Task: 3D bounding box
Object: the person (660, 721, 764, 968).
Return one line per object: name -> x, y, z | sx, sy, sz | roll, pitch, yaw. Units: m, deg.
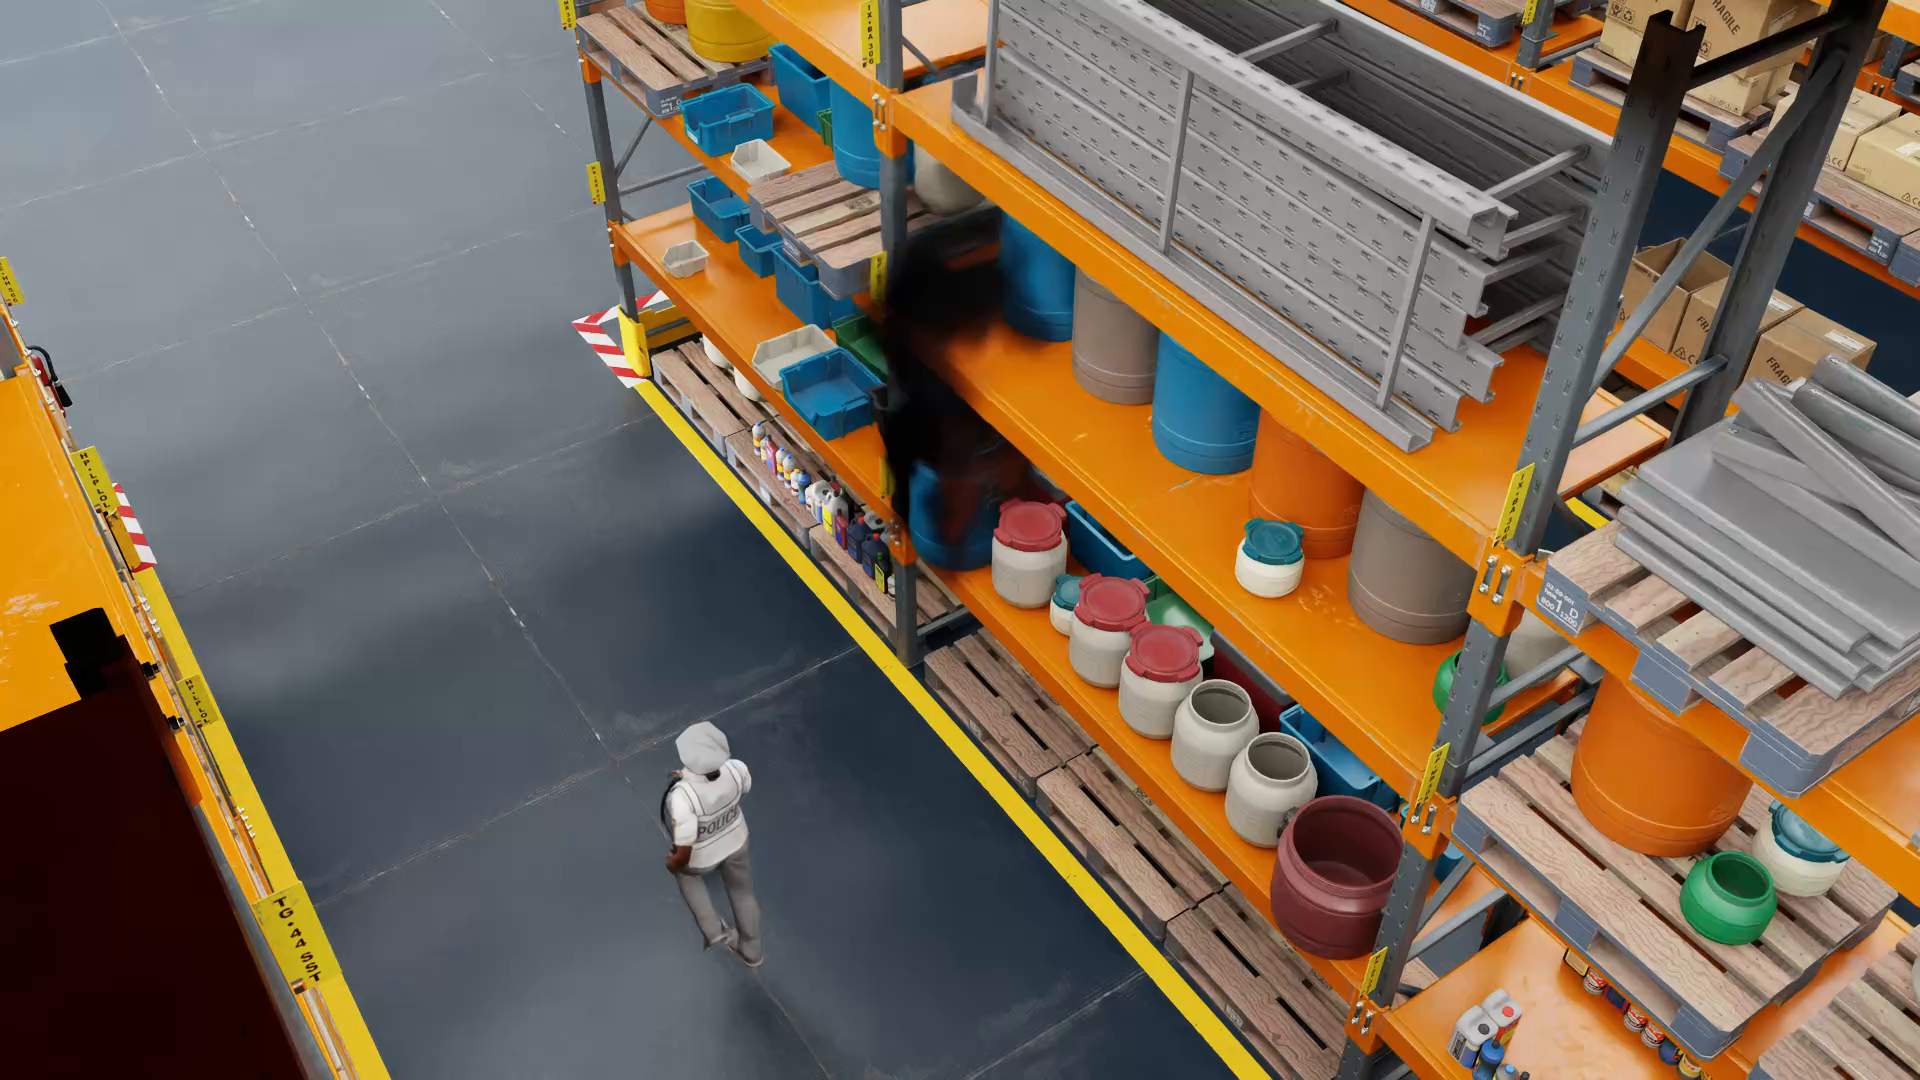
person -> -1.297, 1.527, 8.450 | 0.549, 1.725, 0.636 | -27, 49, -26
